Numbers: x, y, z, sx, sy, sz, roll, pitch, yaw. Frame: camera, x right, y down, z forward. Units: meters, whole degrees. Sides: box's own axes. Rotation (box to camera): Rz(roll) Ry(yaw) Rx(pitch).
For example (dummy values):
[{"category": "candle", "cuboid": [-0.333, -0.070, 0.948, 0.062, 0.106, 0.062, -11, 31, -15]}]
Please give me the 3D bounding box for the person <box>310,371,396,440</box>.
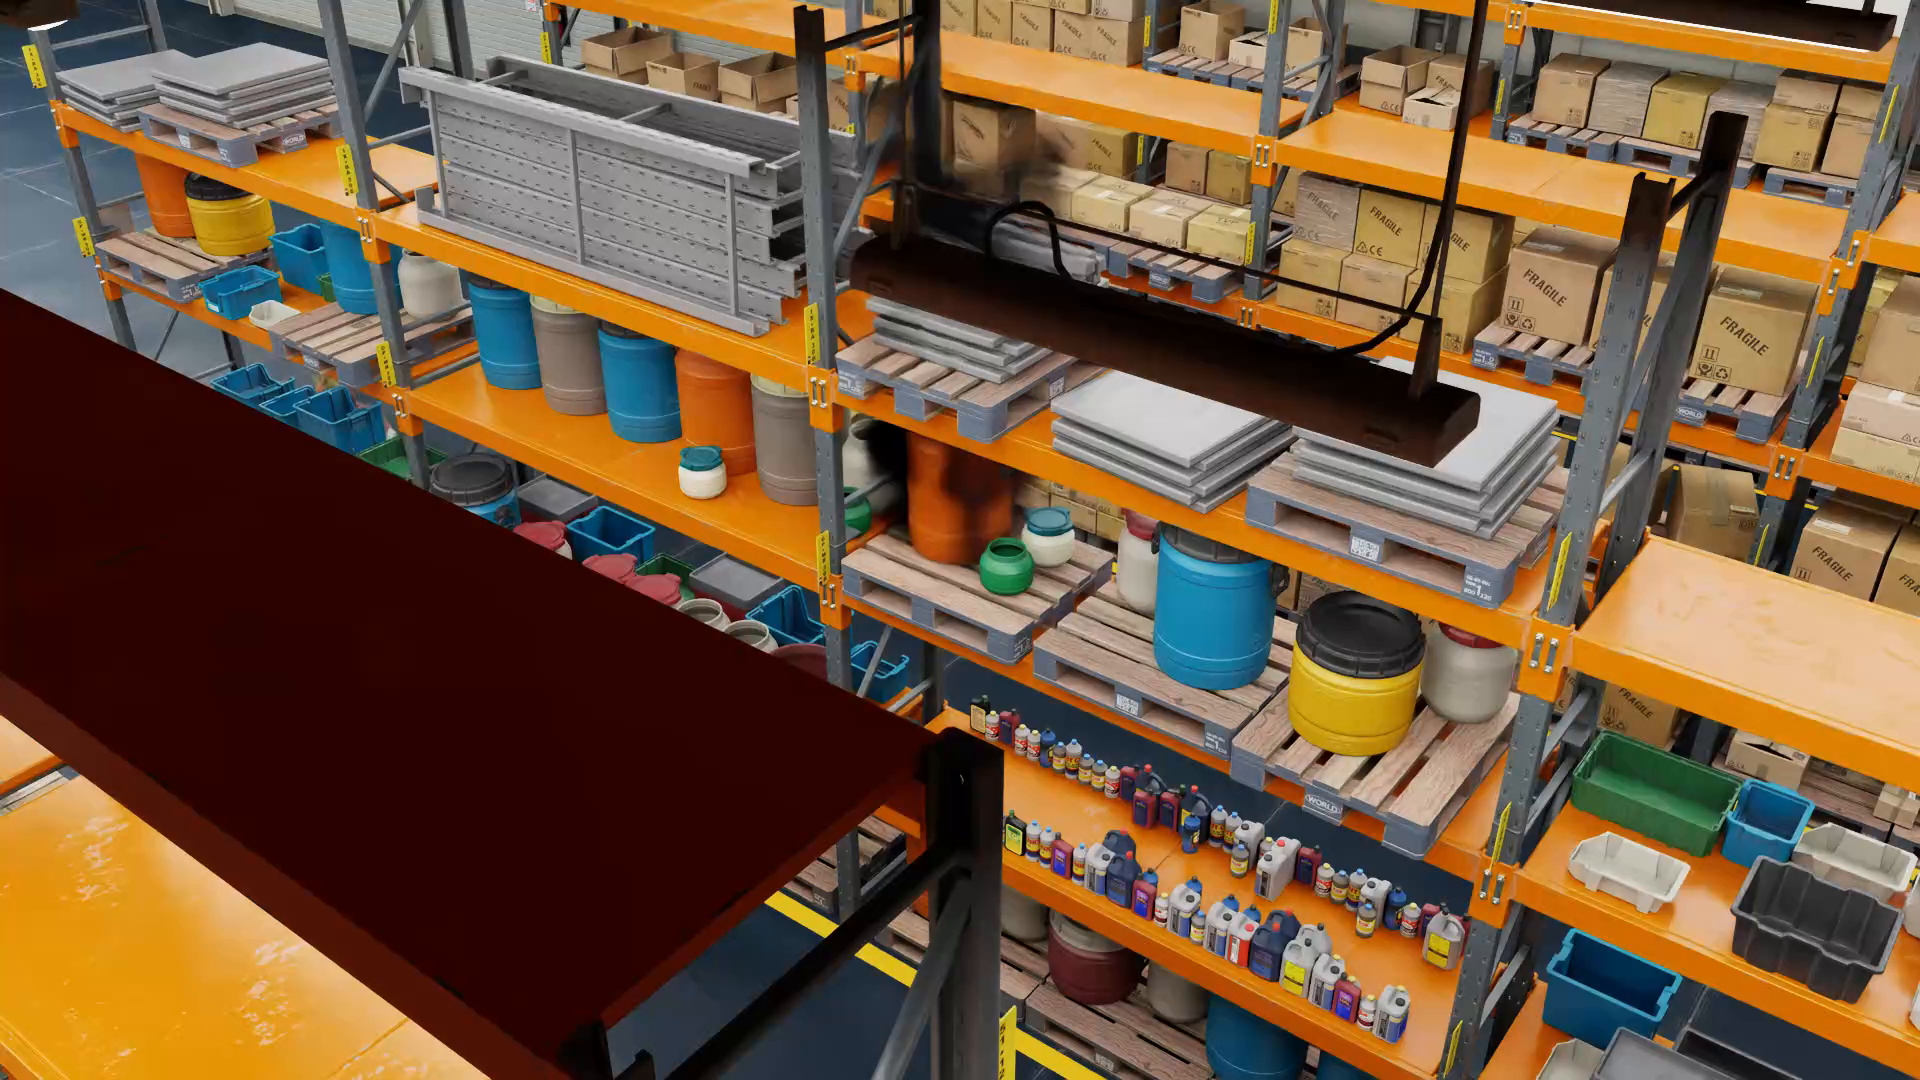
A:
[{"category": "person", "cuboid": [-6.143, -1.532, 16.176, 0.949, 1.647, 0.642, 5, 32, 8]}]
